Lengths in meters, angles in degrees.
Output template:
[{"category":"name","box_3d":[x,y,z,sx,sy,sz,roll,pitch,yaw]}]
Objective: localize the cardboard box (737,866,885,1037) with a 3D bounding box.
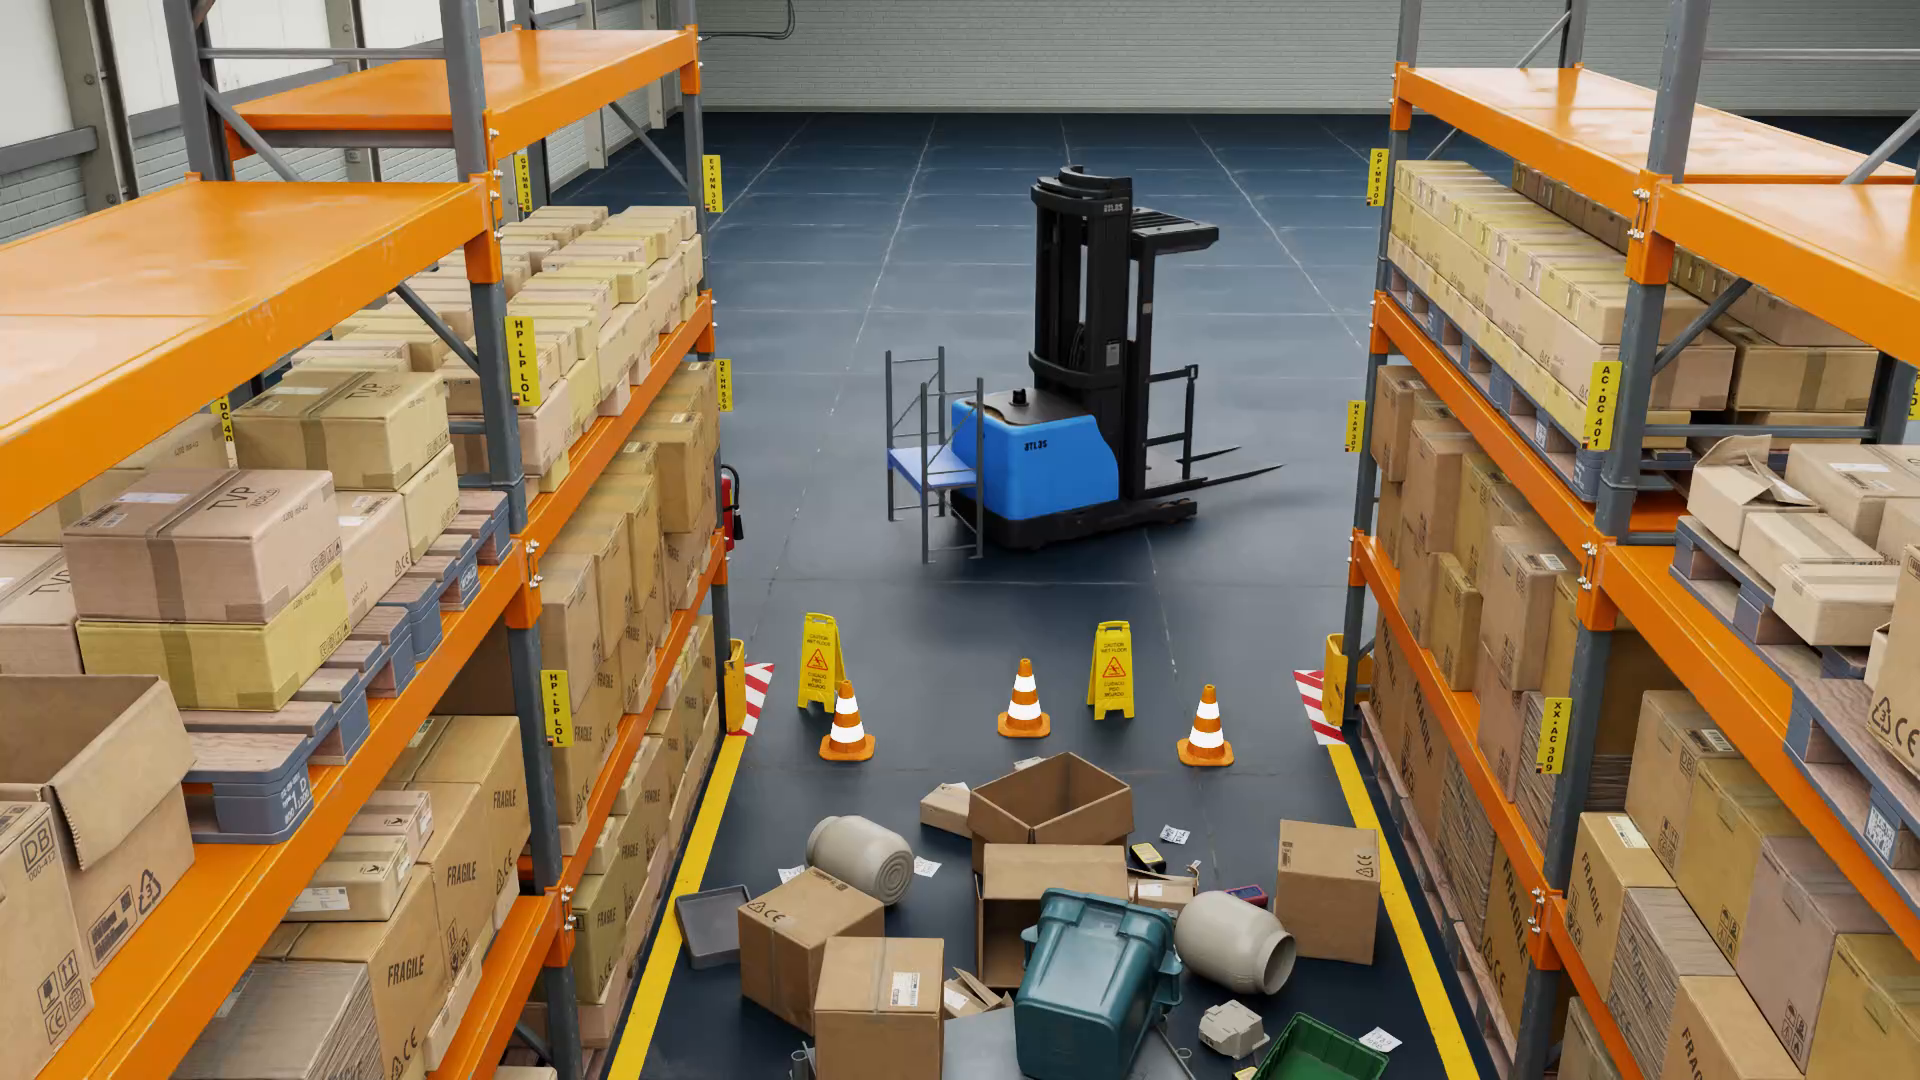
[{"category":"cardboard box","box_3d":[-0.713,1.977,8.033,0.500,0.500,0.500,18,27,38]}]

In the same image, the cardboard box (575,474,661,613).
[{"category":"cardboard box","box_3d":[-1.795,0.011,7.715,0.700,0.500,0.500,0,21,0]}]

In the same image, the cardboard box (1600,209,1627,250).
[{"category":"cardboard box","box_3d":[3.250,-1.462,7.822,0.380,0.149,0.250,1,21,2]}]

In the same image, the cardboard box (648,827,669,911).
[{"category":"cardboard box","box_3d":[-1.799,1.676,8.577,0.500,0.250,0.500,0,21,1]}]

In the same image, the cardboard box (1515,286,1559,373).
[{"category":"cardboard box","box_3d":[2.620,-0.870,6.849,0.500,0.250,0.500,1,21,1]}]

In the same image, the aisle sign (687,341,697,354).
[{"category":"aisle sign","box_3d":[-1.692,-1.492,9.928,0.394,0.787,0.004,1,21,2]}]

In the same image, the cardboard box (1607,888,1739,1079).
[{"category":"cardboard box","box_3d":[2.546,1.526,5.604,0.500,0.500,0.500,1,21,2]}]

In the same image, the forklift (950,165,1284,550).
[{"category":"forklift","box_3d":[1.446,-1.658,14.044,3.031,2.935,1.130,-12,24,-29]}]

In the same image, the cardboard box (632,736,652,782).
[{"category":"cardboard box","box_3d":[-1.735,1.081,8.176,0.380,0.149,0.250,2,21,5]}]

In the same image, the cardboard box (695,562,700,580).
[{"category":"cardboard box","box_3d":[-1.707,0.179,9.562,0.380,0.149,0.250,0,21,1]}]

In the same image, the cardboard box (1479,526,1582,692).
[{"category":"cardboard box","box_3d":[2.792,0.297,7.211,0.875,0.550,0.550,1,21,2]}]

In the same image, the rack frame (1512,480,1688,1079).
[{"category":"rack frame","box_3d":[2.846,1.203,6.575,1.000,3.000,0.127,1,21,2]}]

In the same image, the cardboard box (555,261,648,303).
[{"category":"cardboard box","box_3d":[-1.712,-1.234,7.954,0.380,0.149,0.250,1,21,3]}]

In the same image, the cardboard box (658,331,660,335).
[{"category":"cardboard box","box_3d":[-1.806,-1.133,8.797,0.380,0.149,0.250,1,21,2]}]

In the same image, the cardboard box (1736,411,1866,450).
[{"category":"cardboard box","box_3d":[3.196,-0.448,6.313,0.380,0.149,0.250,0,21,1]}]

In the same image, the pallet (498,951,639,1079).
[{"category":"pallet","box_3d":[-2.120,2.242,7.752,1.003,0.211,1.213,1,21,2]}]

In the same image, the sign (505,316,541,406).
[{"category":"sign","box_3d":[-1.550,-0.633,5.901,0.100,0.325,0.005,1,21,2]}]

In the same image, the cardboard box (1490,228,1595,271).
[{"category":"cardboard box","box_3d":[2.577,-1.284,7.365,0.380,0.149,0.250,0,21,1]}]

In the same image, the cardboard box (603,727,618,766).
[{"category":"cardboard box","box_3d":[-1.799,0.915,7.666,0.380,0.149,0.250,1,21,3]}]

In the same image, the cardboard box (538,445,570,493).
[{"category":"cardboard box","box_3d":[-1.784,-0.300,6.650,0.380,0.149,0.250,1,21,2]}]

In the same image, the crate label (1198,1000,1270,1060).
[{"category":"crate label","box_3d":[1.264,2.278,7.761,0.298,0.136,0.250,-16,26,-35]}]

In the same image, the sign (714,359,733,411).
[{"category":"sign","box_3d":[-1.429,-0.935,10.047,0.100,0.325,0.005,1,21,2]}]

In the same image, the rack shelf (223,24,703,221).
[{"category":"rack shelf","box_3d":[-2.044,-1.998,7.530,1.077,0.370,4.000,1,21,2]}]

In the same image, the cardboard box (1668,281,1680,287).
[{"category":"cardboard box","box_3d":[3.169,-1.045,7.300,0.500,0.250,0.500,0,21,1]}]

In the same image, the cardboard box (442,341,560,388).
[{"category":"cardboard box","box_3d":[-1.791,-0.672,6.507,0.380,0.149,0.250,1,21,3]}]

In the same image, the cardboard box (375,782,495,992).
[{"category":"cardboard box","box_3d":[-1.904,1.153,5.574,0.500,0.500,0.500,1,21,2]}]

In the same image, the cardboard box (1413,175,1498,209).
[{"category":"cardboard box","box_3d":[2.623,-1.838,8.793,0.380,0.149,0.250,0,21,1]}]

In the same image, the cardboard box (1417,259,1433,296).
[{"category":"cardboard box","box_3d":[2.614,-1.372,8.694,0.380,0.149,0.250,1,21,2]}]

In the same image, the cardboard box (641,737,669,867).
[{"category":"cardboard box","box_3d":[-1.795,1.330,8.431,0.500,0.500,0.500,2,21,4]}]

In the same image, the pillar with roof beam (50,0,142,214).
[{"category":"pillar with roof beam","box_3d":[-3.382,-4.991,14.246,9.100,9.000,0.400,1,21,2]}]

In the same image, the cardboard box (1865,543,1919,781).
[{"category":"cardboard box","box_3d":[2.497,0.330,3.821,0.500,0.500,0.500,1,21,2]}]

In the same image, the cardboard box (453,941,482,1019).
[{"category":"cardboard box","box_3d":[-1.843,1.484,5.617,0.380,0.149,0.250,0,21,1]}]

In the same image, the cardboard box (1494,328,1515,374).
[{"category":"cardboard box","box_3d":[2.568,-0.823,7.279,0.380,0.149,0.250,1,21,2]}]

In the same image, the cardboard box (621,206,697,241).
[{"category":"cardboard box","box_3d":[-1.699,-1.789,9.384,0.380,0.149,0.250,1,21,2]}]

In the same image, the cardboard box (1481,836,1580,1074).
[{"category":"cardboard box","box_3d":[2.935,1.771,7.467,0.875,0.875,0.875,1,21,2]}]

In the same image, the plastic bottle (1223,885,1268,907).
[{"category":"plastic bottle","box_3d":[1.478,1.906,8.825,0.283,0.061,0.133,-7,22,-17]}]

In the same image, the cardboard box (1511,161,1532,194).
[{"category":"cardboard box","box_3d":[3.296,-2.013,9.243,0.380,0.149,0.250,1,21,2]}]

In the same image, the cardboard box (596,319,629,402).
[{"category":"cardboard box","box_3d":[-1.784,-0.806,7.401,0.500,0.250,0.500,1,21,2]}]

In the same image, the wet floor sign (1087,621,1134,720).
[{"category":"wet floor sign","box_3d":[0.989,0.822,10.811,0.267,0.644,0.232,-3,21,-8]}]

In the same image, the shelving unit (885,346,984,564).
[{"category":"shelving unit","box_3d":[-0.218,-0.712,13.584,0.538,1.500,1.048,-7,22,-17]}]

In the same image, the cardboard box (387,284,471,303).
[{"category":"cardboard box","box_3d":[-2.342,-1.055,7.492,0.380,0.149,0.250,1,21,2]}]

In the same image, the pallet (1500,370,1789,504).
[{"category":"pallet","box_3d":[2.881,-0.450,6.810,1.003,0.211,1.213,1,21,2]}]

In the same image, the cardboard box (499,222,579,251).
[{"category":"cardboard box","box_3d":[-2.259,-1.607,8.915,0.380,0.149,0.250,1,21,2]}]

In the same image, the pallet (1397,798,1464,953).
[{"category":"pallet","box_3d":[2.981,1.787,8.926,1.003,0.211,1.213,1,21,2]}]

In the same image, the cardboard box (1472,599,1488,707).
[{"category":"cardboard box","box_3d":[2.973,0.607,7.905,0.875,0.550,0.550,1,21,2]}]

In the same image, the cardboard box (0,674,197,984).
[{"category":"cardboard box","box_3d":[-2.209,0.633,3.755,0.797,0.503,0.637,1,21,2]}]

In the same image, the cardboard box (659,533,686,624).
[{"category":"cardboard box","box_3d":[-1.763,0.115,8.830,0.500,0.500,0.500,1,21,1]}]

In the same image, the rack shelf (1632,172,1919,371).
[{"category":"rack shelf","box_3d":[2.785,-0.349,3.828,1.077,0.370,4.000,1,21,2]}]

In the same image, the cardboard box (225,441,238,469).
[{"category":"cardboard box","box_3d":[-2.524,-0.132,5.497,0.500,0.250,0.500,0,21,0]}]

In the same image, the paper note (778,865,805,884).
[{"category":"paper note","box_3d":[-0.908,1.826,9.073,0.142,0.019,0.148,-7,22,-17]}]

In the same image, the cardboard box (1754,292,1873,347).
[{"category":"cardboard box","box_3d":[3.196,-0.820,6.169,0.380,0.149,0.250,1,21,2]}]
